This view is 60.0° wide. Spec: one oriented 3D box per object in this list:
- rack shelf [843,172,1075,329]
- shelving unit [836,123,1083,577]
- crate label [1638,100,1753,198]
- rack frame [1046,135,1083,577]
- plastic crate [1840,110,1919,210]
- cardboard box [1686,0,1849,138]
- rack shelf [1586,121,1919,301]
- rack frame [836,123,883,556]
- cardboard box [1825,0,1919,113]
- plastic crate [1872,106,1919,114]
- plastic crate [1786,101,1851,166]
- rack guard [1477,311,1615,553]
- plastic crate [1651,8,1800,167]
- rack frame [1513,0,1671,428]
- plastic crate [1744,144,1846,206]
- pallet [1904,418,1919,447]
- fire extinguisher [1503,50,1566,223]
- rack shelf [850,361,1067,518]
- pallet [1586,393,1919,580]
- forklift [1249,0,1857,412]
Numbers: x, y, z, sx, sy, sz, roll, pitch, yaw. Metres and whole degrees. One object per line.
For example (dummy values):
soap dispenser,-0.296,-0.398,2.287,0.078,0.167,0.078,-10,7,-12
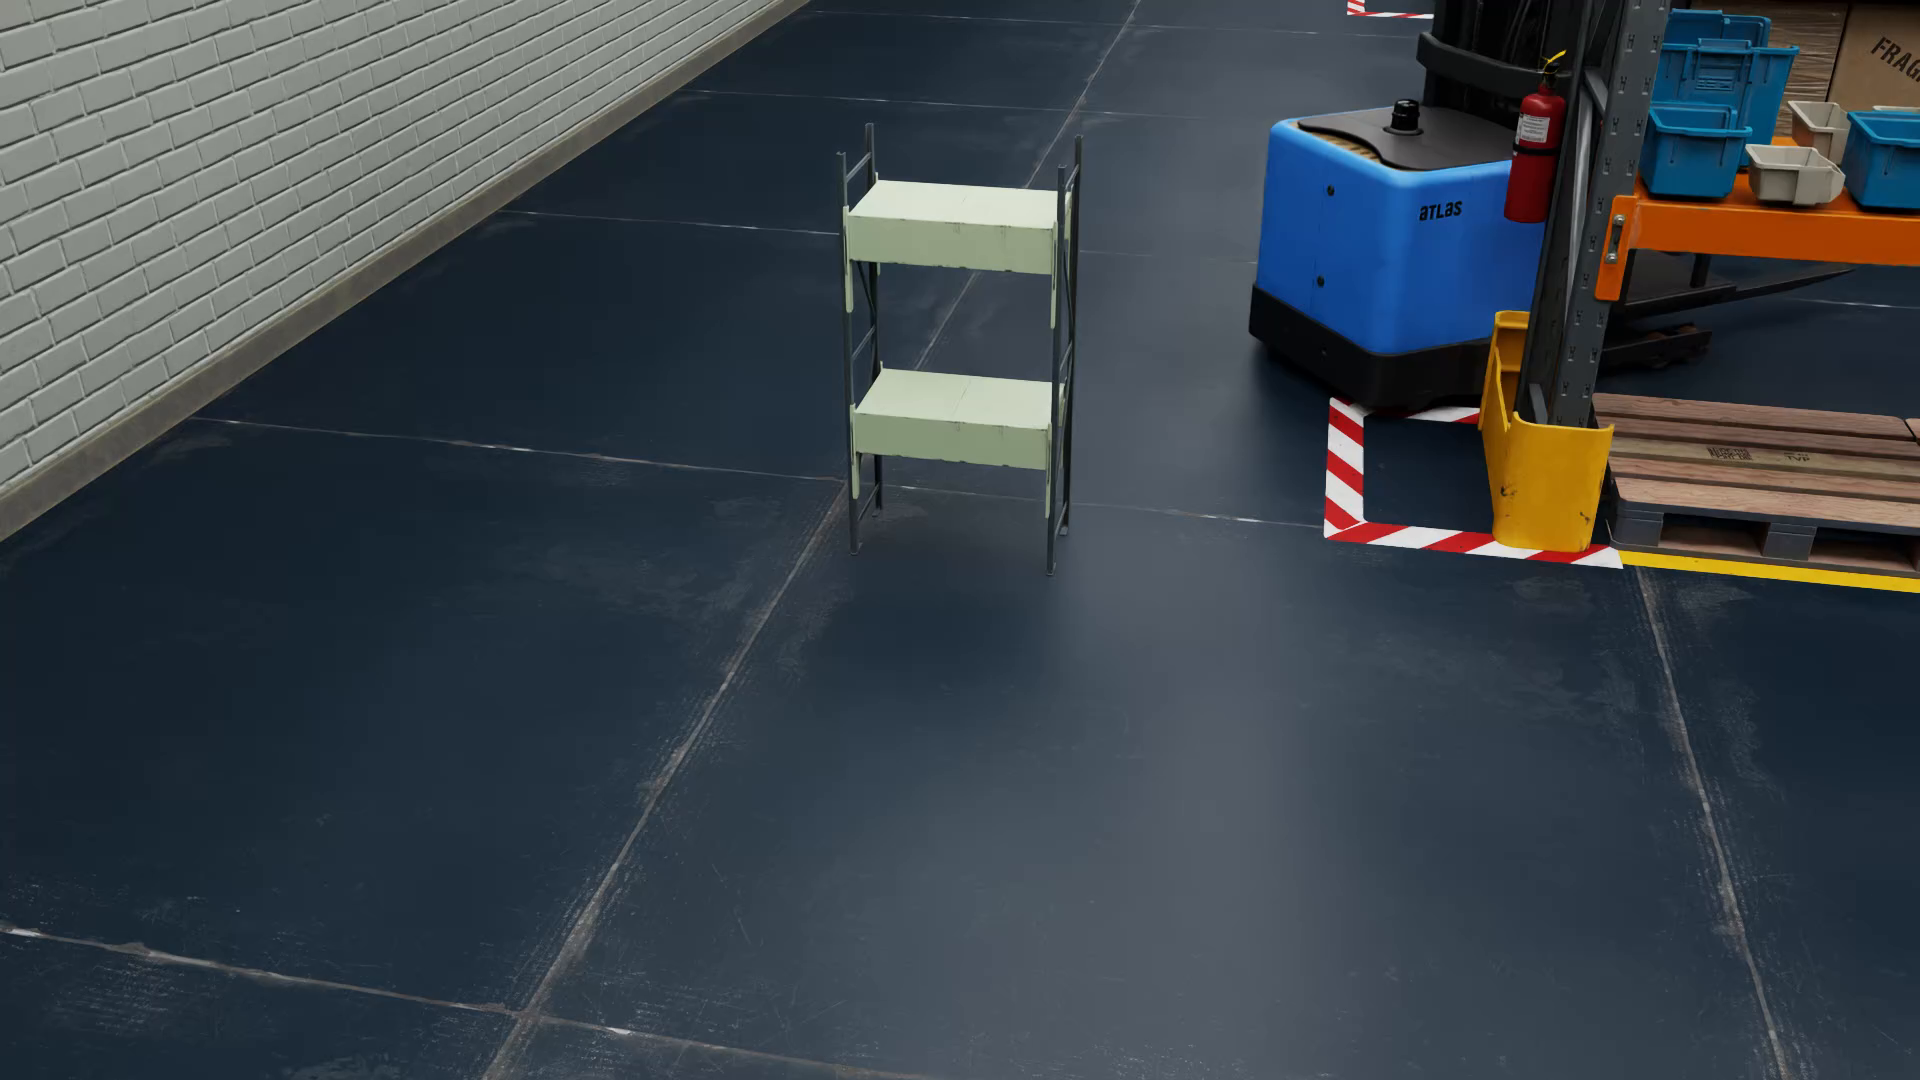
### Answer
rack shelf,0.007,-1.000,5.701,0.720,0.370,0.431,6,29,11
shelving unit,0.007,-0.657,5.889,0.755,1.500,0.431,6,29,11
crate label,2.486,-1.329,5.666,0.303,0.233,0.416,6,29,11
rack frame,0.364,-0.620,5.822,0.023,1.500,0.400,6,29,11
plastic crate,3.130,-1.263,5.545,0.300,0.233,0.416,6,29,11
cardboard box,4.881,-3.016,10.411,0.875,0.875,0.875,6,29,11
rack shelf,4.270,-1.040,5.774,4.000,0.370,1.077,6,29,11
rack frame,-0.351,-0.694,5.956,0.023,1.500,0.400,6,29,11
cardboard box,5.751,-2.927,10.248,0.875,0.875,0.875,6,29,11
plastic crate,3.429,-1.434,5.957,0.243,0.136,0.396,6,29,11
plastic crate,3.149,-1.470,6.023,0.243,0.136,0.396,6,29,11
rack guard,2.288,-0.455,6.561,0.348,0.500,1.175,6,29,11
plastic crate,2.680,-1.652,6.044,0.499,0.435,0.616,6,29,11
rack frame,2.314,-1.556,5.968,0.127,3.000,1.000,6,29,11
plastic crate,2.783,-1.216,5.559,0.298,0.136,0.250,6,29,11
pallet,4.302,-0.108,6.228,1.213,0.211,1.003,6,29,11
fire extinguisher,2.261,-1.587,6.493,0.183,0.674,0.296,6,29,11
rack shelf,0.007,-0.371,6.045,0.720,0.370,0.431,6,29,11
pallet,3.112,-0.232,6.453,1.213,0.211,1.003,6,29,11
forklift,2.937,-2.297,7.393,3.031,2.935,1.130,-12,31,-21
